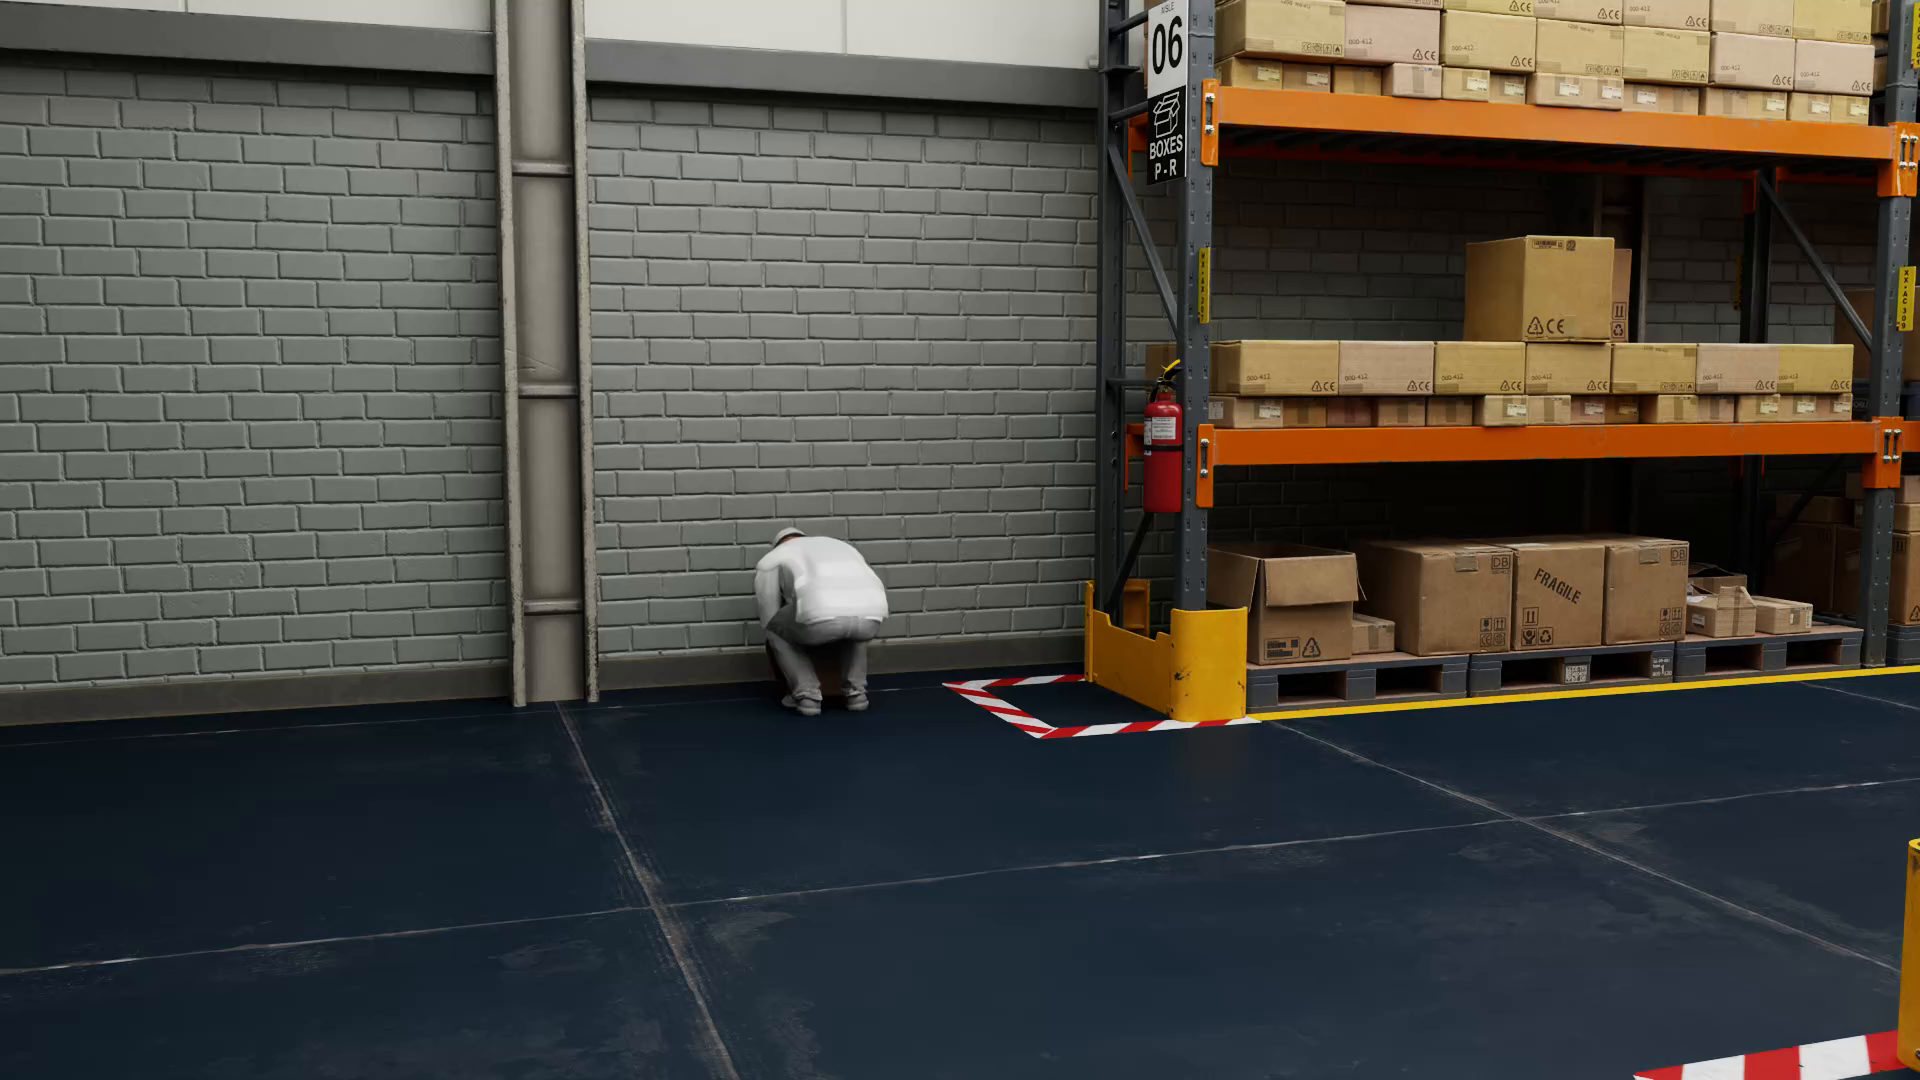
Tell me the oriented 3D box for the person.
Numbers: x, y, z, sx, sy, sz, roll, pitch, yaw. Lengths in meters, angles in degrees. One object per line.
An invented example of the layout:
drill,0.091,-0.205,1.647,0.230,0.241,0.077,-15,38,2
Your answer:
person,-0.683,0.391,7.841,0.531,0.838,0.950,-2,6,-20
